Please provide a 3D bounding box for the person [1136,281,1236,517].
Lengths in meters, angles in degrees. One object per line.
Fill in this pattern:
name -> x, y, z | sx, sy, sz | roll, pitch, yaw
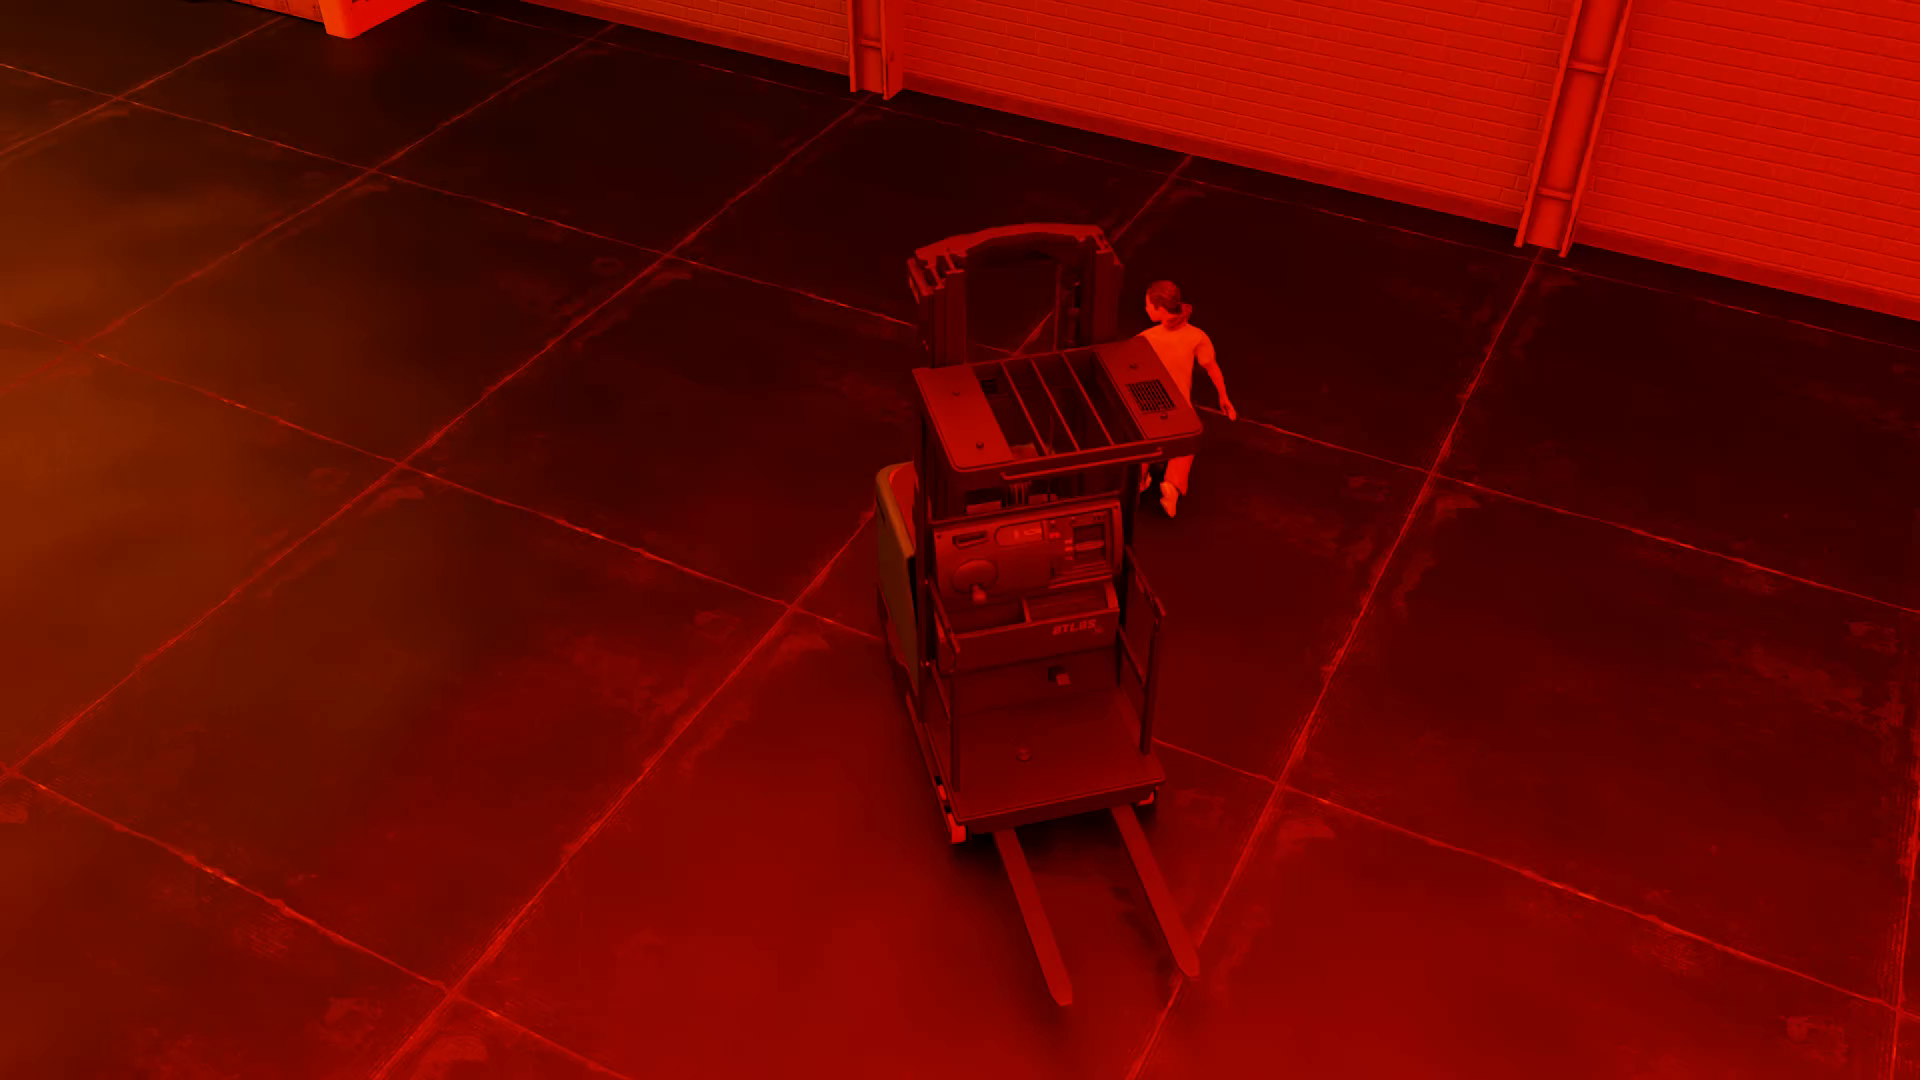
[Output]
person -> 1.274, -0.847, 10.135 | 0.825, 1.483, 0.570 | 4, 40, 5

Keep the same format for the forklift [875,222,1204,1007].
forklift -> 0.388, 0.138, 7.822 | 1.130, 2.935, 3.031 | -10, 41, -11
